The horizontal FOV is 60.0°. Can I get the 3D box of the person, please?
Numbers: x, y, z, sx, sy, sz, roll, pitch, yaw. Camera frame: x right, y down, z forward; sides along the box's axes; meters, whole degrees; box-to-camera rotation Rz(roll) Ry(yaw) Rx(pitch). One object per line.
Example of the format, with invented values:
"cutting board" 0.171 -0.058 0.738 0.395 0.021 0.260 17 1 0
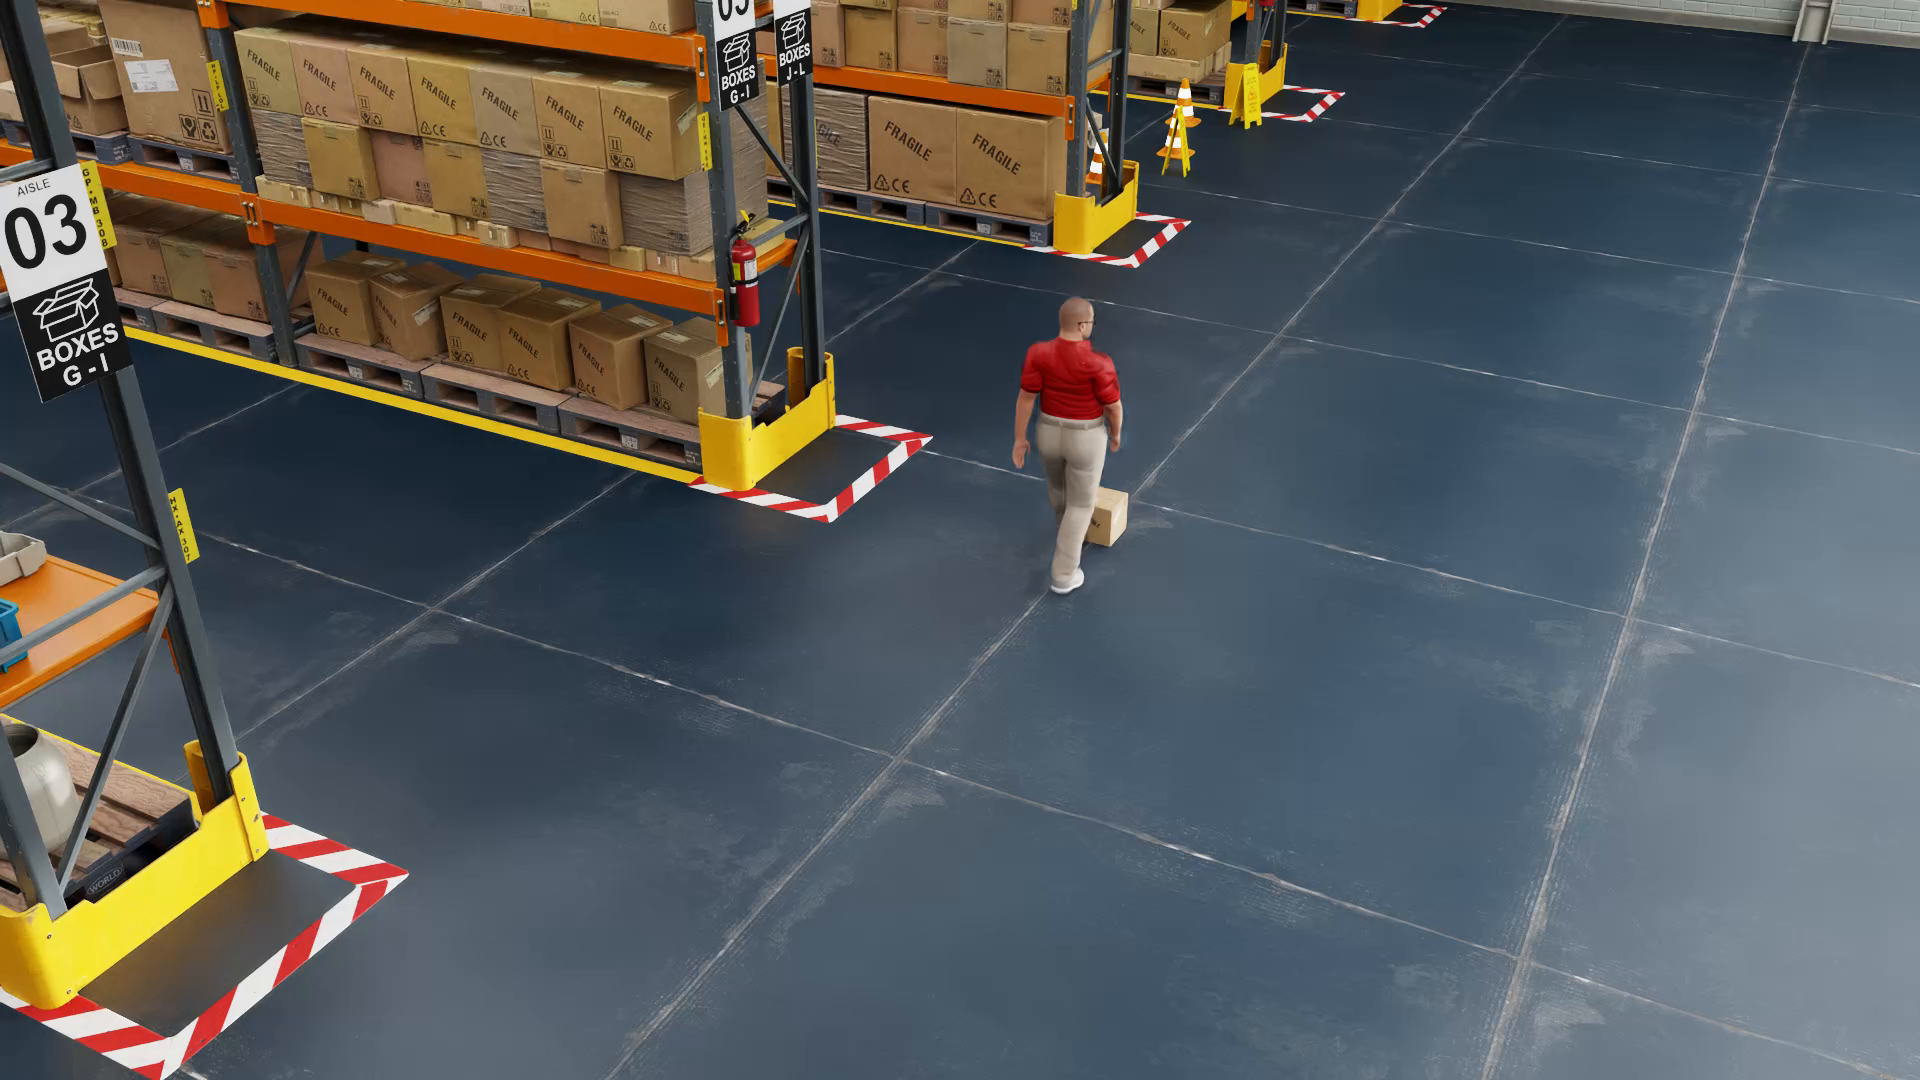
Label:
"person" 0.674 -0.623 9.403 0.569 1.699 0.951 14 33 23
